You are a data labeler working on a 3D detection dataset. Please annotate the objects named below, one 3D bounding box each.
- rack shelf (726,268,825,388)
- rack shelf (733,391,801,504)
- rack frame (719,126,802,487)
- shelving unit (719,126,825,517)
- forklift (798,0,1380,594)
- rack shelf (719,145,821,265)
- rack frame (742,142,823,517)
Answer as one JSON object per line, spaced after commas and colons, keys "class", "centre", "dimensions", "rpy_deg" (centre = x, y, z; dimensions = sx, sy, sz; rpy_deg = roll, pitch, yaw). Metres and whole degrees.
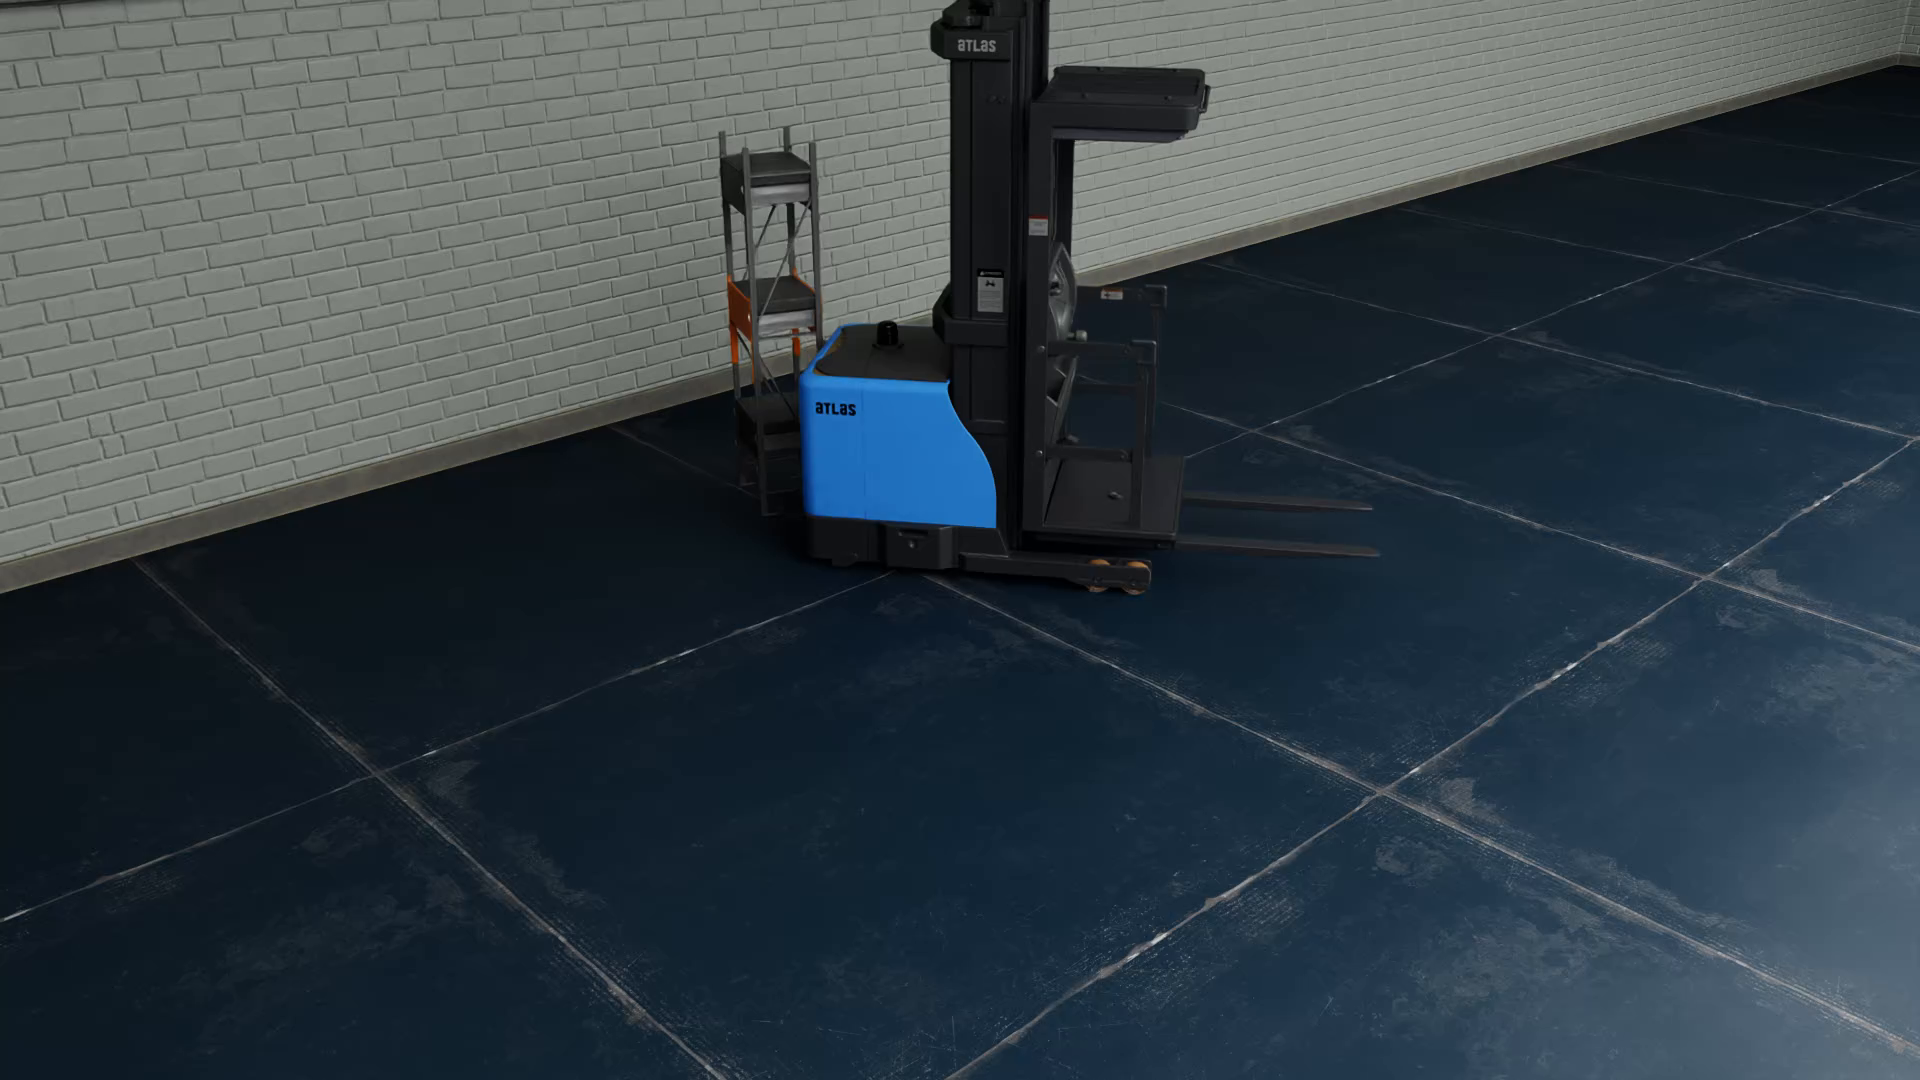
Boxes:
{"class": "rack shelf", "centre": [-1.041, -1.201, 9.385], "dimensions": [0.431, 0.518, 0.480], "rpy_deg": [-9, 26, -20]}
{"class": "rack shelf", "centre": [-1.041, -0.564, 9.675], "dimensions": [0.431, 0.518, 0.480], "rpy_deg": [-9, 26, -20]}
{"class": "rack frame", "centre": [-1.131, -1.307, 9.586], "dimensions": [0.400, 2.100, 0.015], "rpy_deg": [-9, 26, -20]}
{"class": "shelving unit", "centre": [-1.041, -1.213, 9.379], "dimensions": [0.431, 2.100, 0.503], "rpy_deg": [-9, 26, -20]}
{"class": "forklift", "centre": [0.715, -1.290, 8.545], "dimensions": [3.031, 2.935, 1.130], "rpy_deg": [4, 25, 9]}
{"class": "rack shelf", "centre": [-1.041, -1.838, 9.094], "dimensions": [0.431, 0.518, 0.480], "rpy_deg": [-9, 26, -20]}
{"class": "rack frame", "centre": [-0.951, -1.119, 9.173], "dimensions": [0.400, 2.100, 0.015], "rpy_deg": [-9, 26, -20]}
